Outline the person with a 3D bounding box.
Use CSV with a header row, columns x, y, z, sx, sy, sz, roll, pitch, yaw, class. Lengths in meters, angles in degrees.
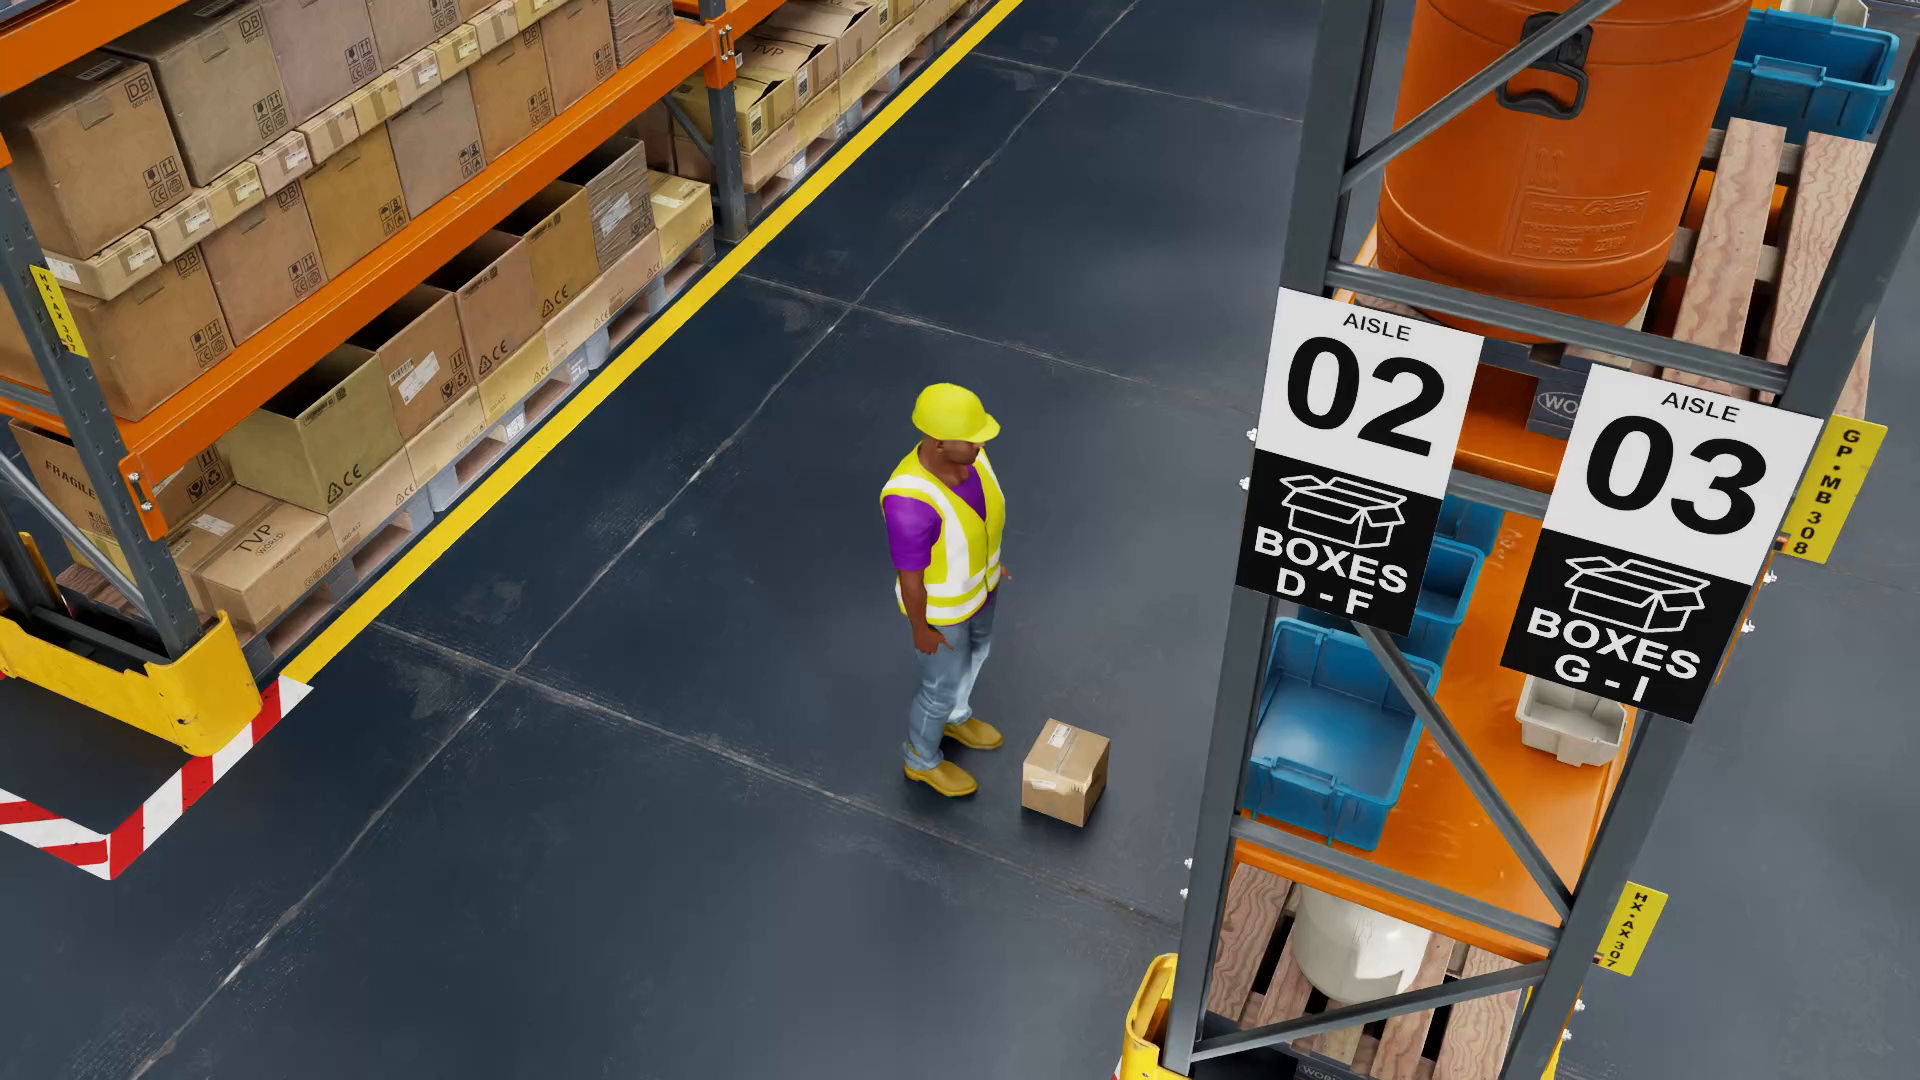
x,y,z,sx,sy,sz,roll,pitch,yaw,class
0.076,0.409,6.135,0.855,1.167,0.615,17,45,18,person
